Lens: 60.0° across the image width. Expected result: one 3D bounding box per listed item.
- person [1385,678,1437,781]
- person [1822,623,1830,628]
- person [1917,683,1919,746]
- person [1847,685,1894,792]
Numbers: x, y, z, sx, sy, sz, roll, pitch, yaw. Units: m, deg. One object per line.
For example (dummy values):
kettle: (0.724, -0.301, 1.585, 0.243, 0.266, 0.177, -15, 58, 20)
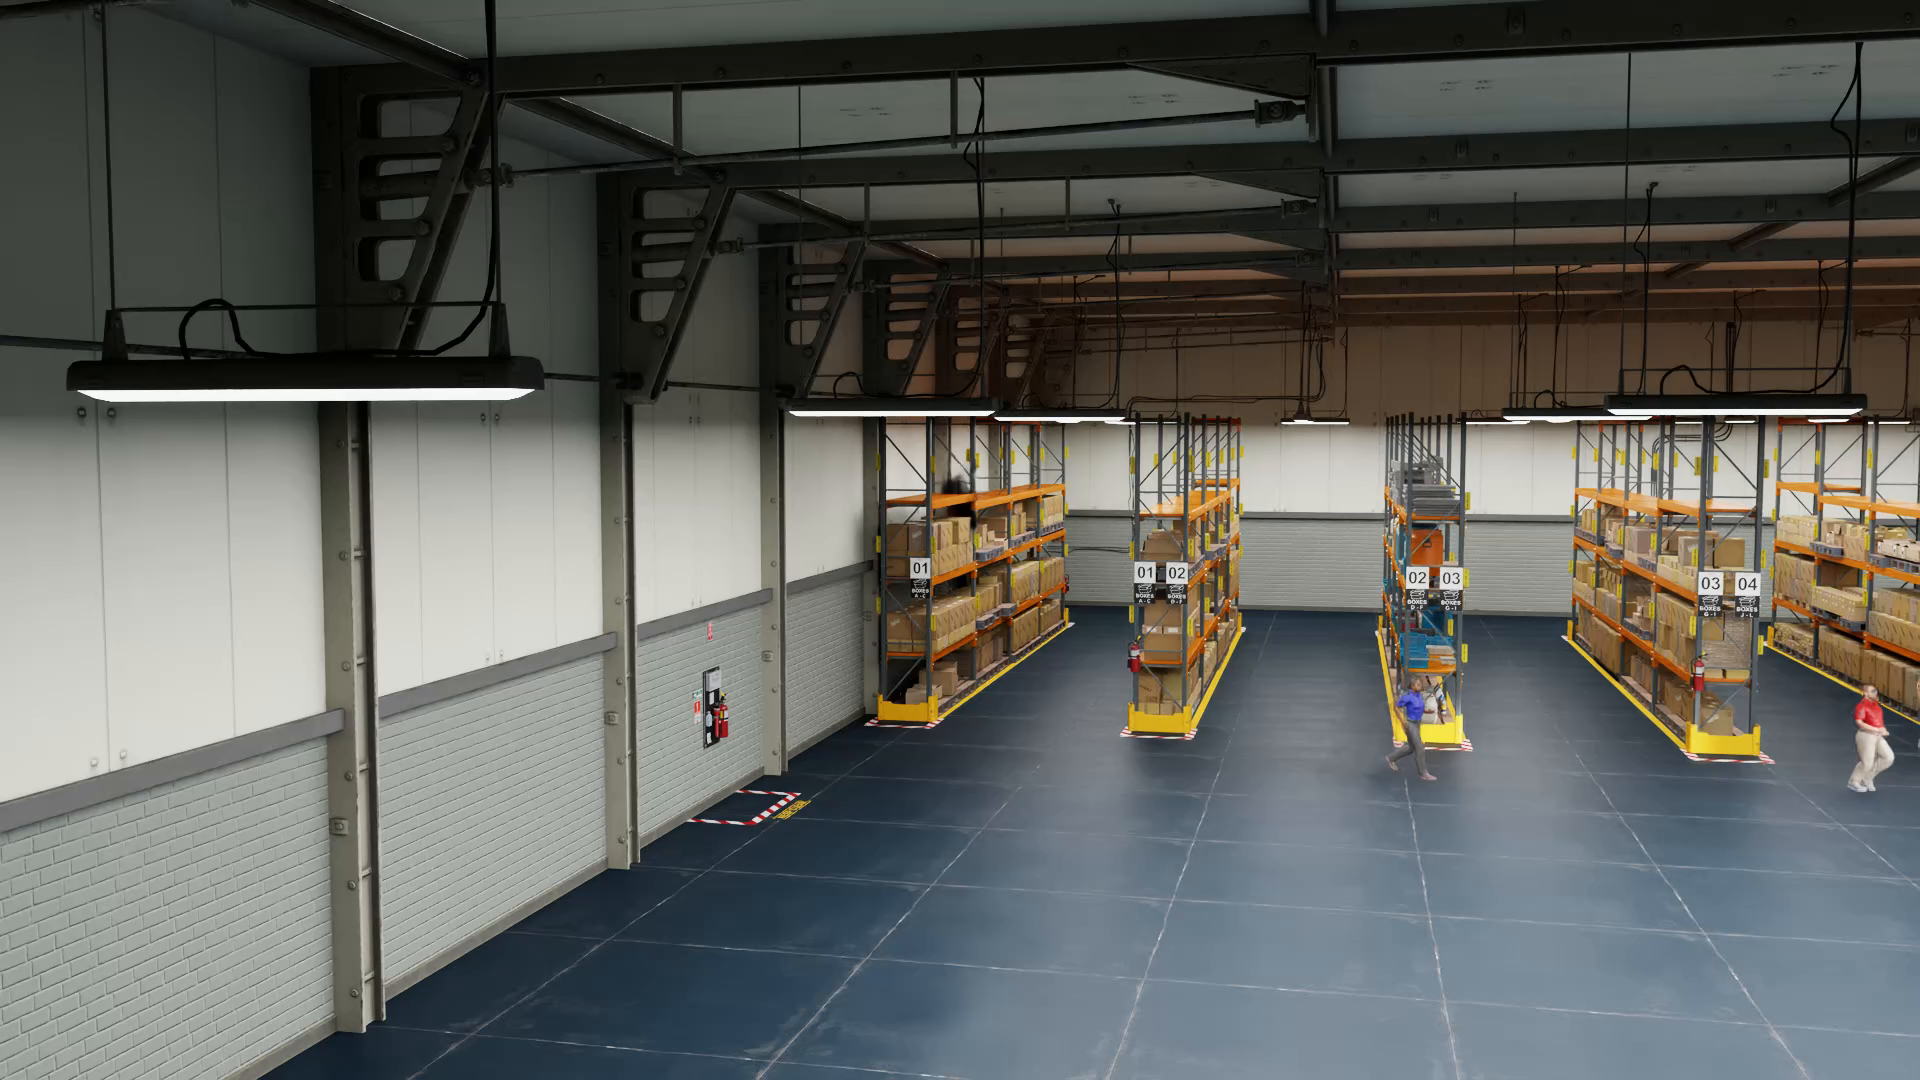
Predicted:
person: (7.344, 3.049, 27.030, 0.873, 1.640, 0.576, 3, 5, 39)
person: (23.053, 1.900, 43.947, 0.710, 1.737, 0.784, -1, 4, -17)
person: (16.959, 2.947, 28.831, 0.578, 1.691, 0.874, 0, 4, 6)
person: (14.278, 3.114, 26.054, 0.665, 1.703, 0.629, -3, 5, -34)
